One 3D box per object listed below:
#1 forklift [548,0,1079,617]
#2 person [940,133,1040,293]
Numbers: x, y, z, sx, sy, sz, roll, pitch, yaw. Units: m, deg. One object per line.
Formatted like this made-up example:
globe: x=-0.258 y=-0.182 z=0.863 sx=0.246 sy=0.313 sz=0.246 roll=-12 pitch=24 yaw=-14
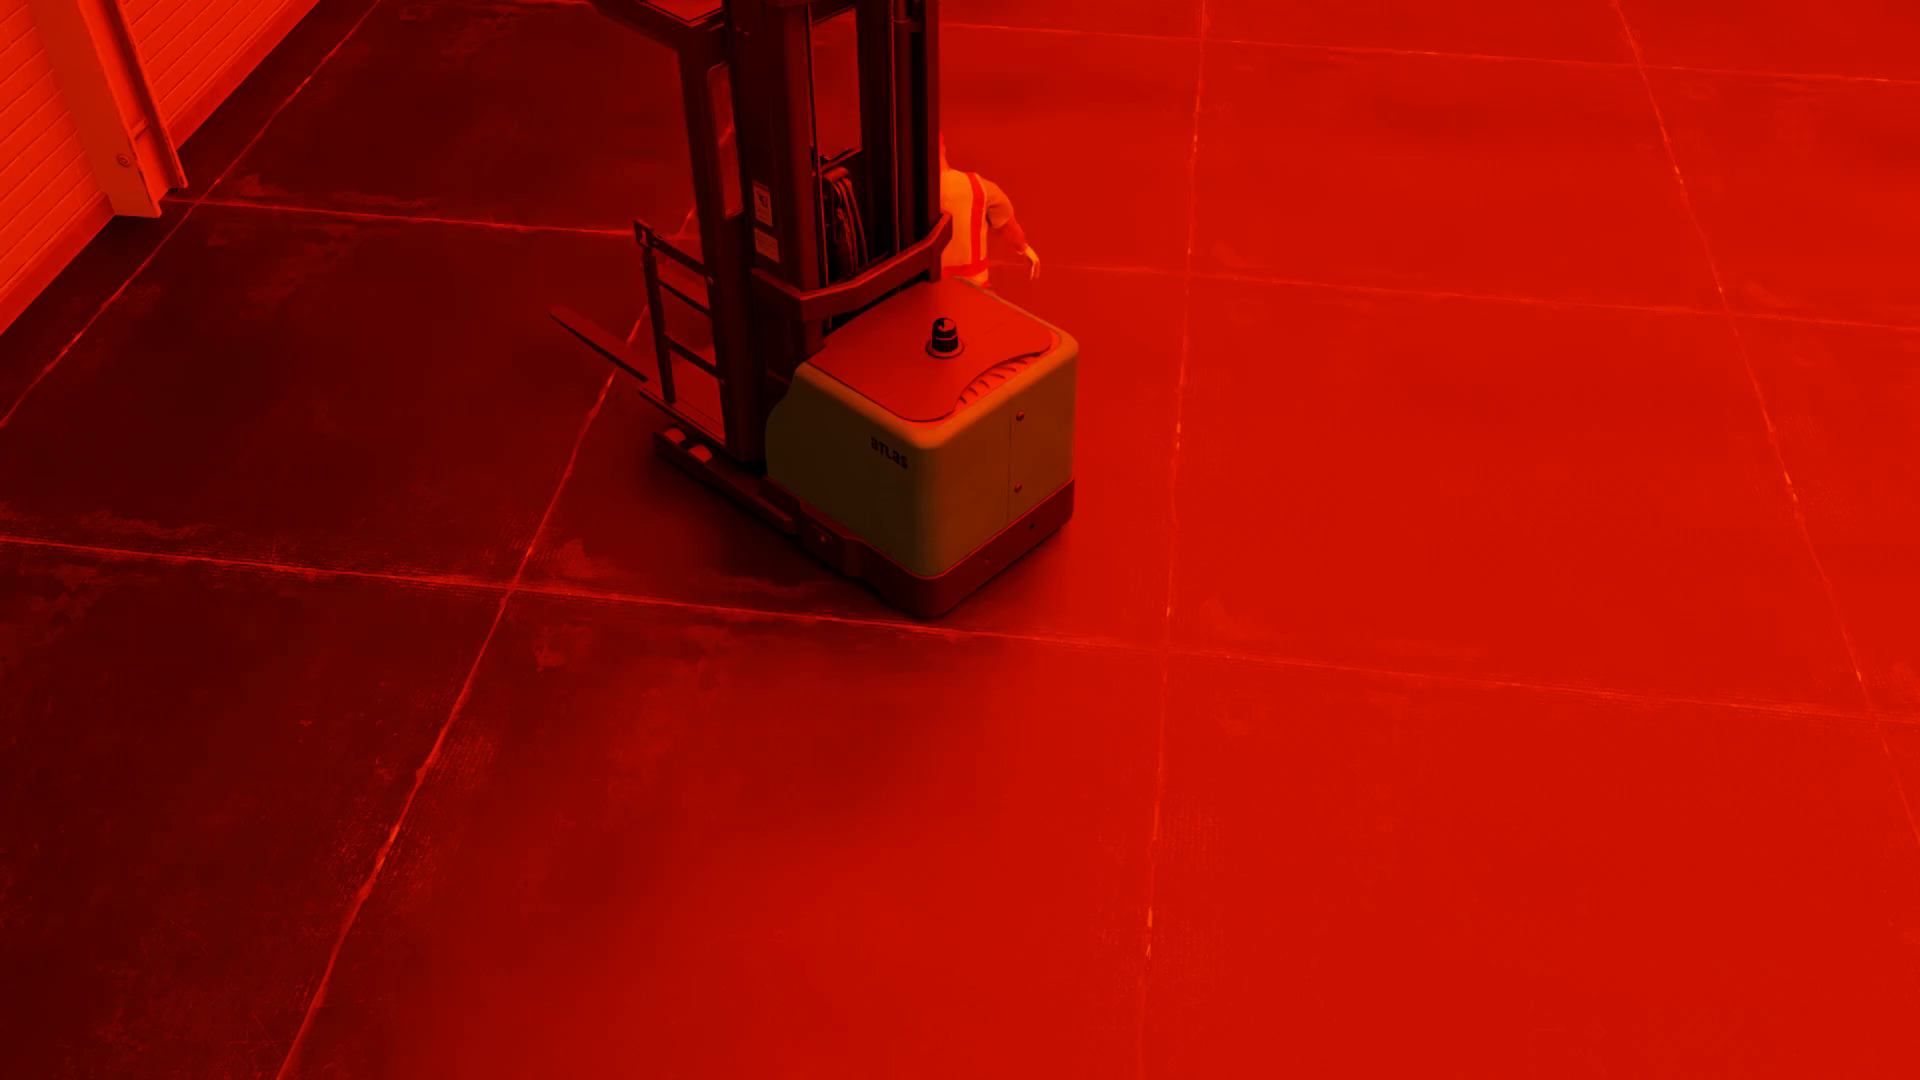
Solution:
forklift: x=-0.879 y=-1.612 z=7.479 sx=3.031 sy=2.935 sz=1.130 roll=32 pitch=52 yaw=30
person: x=-0.063 y=-1.444 z=8.319 sx=0.916 sy=1.550 sz=1.124 roll=-6 pitch=43 yaw=-6
